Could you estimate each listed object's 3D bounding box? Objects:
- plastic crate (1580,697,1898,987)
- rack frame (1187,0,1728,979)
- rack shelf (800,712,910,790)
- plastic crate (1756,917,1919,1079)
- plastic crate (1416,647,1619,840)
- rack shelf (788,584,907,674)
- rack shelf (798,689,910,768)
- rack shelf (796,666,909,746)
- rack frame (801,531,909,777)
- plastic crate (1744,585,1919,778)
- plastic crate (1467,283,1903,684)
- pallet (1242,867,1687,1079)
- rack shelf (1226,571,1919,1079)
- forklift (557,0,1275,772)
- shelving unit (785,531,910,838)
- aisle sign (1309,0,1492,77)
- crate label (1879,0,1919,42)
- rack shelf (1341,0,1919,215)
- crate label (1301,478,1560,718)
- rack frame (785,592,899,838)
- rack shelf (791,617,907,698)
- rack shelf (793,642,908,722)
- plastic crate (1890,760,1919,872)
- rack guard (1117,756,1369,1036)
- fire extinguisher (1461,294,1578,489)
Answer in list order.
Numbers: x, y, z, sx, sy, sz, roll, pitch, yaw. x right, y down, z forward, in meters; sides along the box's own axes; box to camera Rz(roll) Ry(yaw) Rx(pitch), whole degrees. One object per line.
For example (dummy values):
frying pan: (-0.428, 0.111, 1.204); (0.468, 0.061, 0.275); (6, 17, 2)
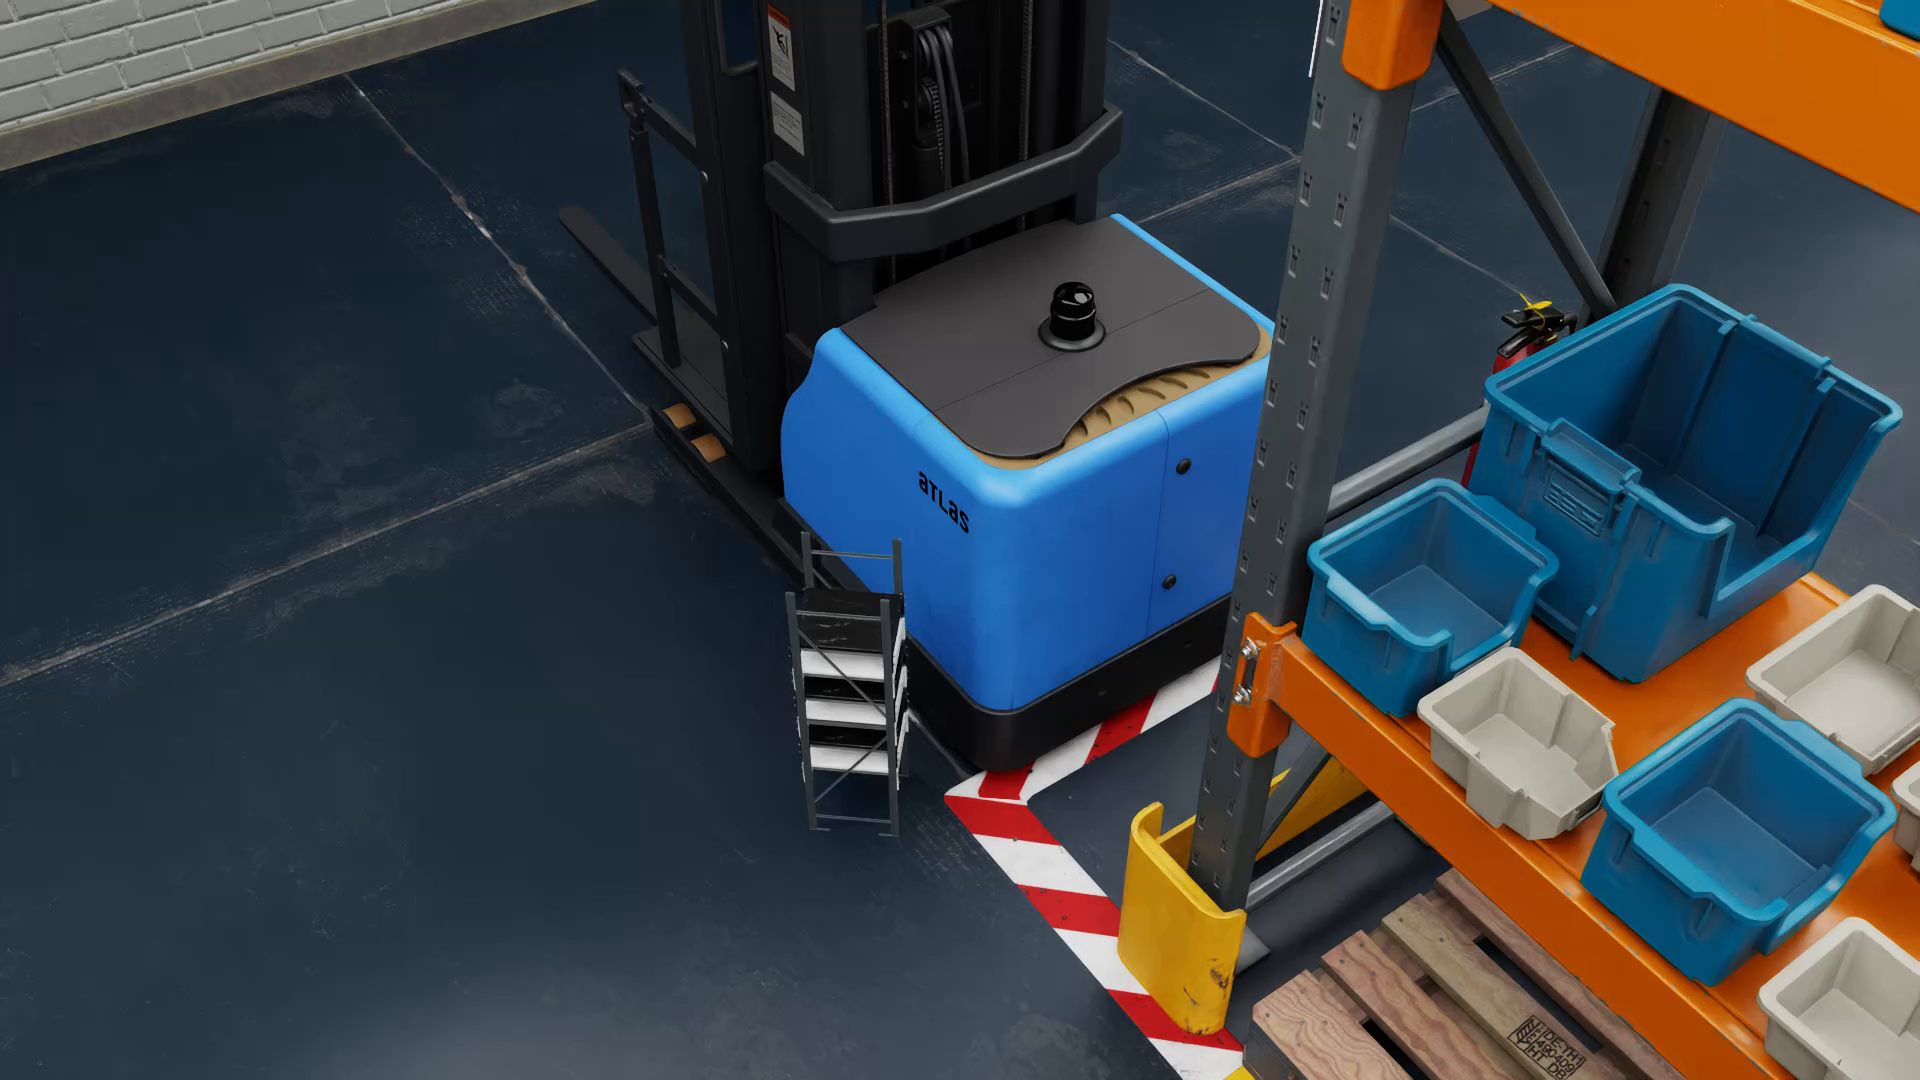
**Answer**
plastic crate: (1.218, 0.488, 2.644); (0.416, 0.233, 0.300); (-26, 49, -24)
rack frame: (0.971, -0.193, 3.280); (1.000, 3.000, 0.127); (-26, 49, -24)
rack shelf: (-0.270, 0.540, 4.342); (0.258, 0.077, 0.200); (4, 44, 4)
plastic crate: (1.345, 0.749, 2.441); (0.250, 0.136, 0.298); (-26, 49, -24)
plastic crate: (0.957, 0.365, 2.843); (0.250, 0.136, 0.298); (-26, 49, -24)
rack shelf: (-0.270, 0.214, 4.031); (0.258, 0.077, 0.200); (4, 44, 4)
rack shelf: (-0.270, 0.475, 4.280); (0.258, 0.077, 0.200); (4, 44, 4)
rack shelf: (-0.270, 0.410, 4.217); (0.258, 0.077, 0.200); (4, 44, 4)
rack frame: (-0.260, 0.316, 4.268); (0.240, 0.900, 0.006); (4, 44, 4)
plastic crate: (1.586, 0.271, 2.942); (0.396, 0.136, 0.243); (-26, 49, -24)
plastic crate: (1.315, -0.112, 3.126); (0.616, 0.435, 0.499); (-26, 49, -24)
pallet: (1.411, 1.298, 3.738); (1.003, 0.211, 1.213); (-26, 49, -24)
rack shelf: (2.115, 1.200, 2.342); (1.077, 0.370, 4.000); (-26, 49, -24)
forklift: (-0.362, -1.414, 4.609); (1.130, 2.935, 3.031); (-26, 49, -25)
shelving unit: (-0.270, 0.386, 4.194); (0.258, 0.900, 0.210); (4, 44, 4)
aisle sign: (0.686, -1.057, 2.302); (0.394, 0.787, 0.004); (-26, 49, -24)
crate label: (1.233, -0.574, 1.615); (0.408, 0.251, 0.502); (-26, 49, -24)
rack shelf: (2.115, 0.115, 1.306); (1.077, 0.370, 4.000); (-26, 49, -24)
crate label: (0.842, 0.115, 3.035); (0.416, 0.233, 0.303); (-26, 49, -24)
rack frame: (-0.281, 0.455, 4.121); (0.240, 0.900, 0.006); (4, 44, 4)
rack shelf: (-0.270, 0.279, 4.093); (0.258, 0.077, 0.200); (4, 44, 4)
rack shelf: (-0.270, 0.345, 4.155); (0.258, 0.077, 0.200); (4, 44, 4)
plastic crate: (1.740, 0.441, 2.764); (0.396, 0.136, 0.243); (-26, 49, -24)
rack guard: (0.946, 0.702, 4.152); (1.175, 0.500, 0.348); (-26, 49, -24)
fire extinguisher: (1.257, -0.295, 3.713); (0.296, 0.674, 0.183); (-26, 49, -24)
